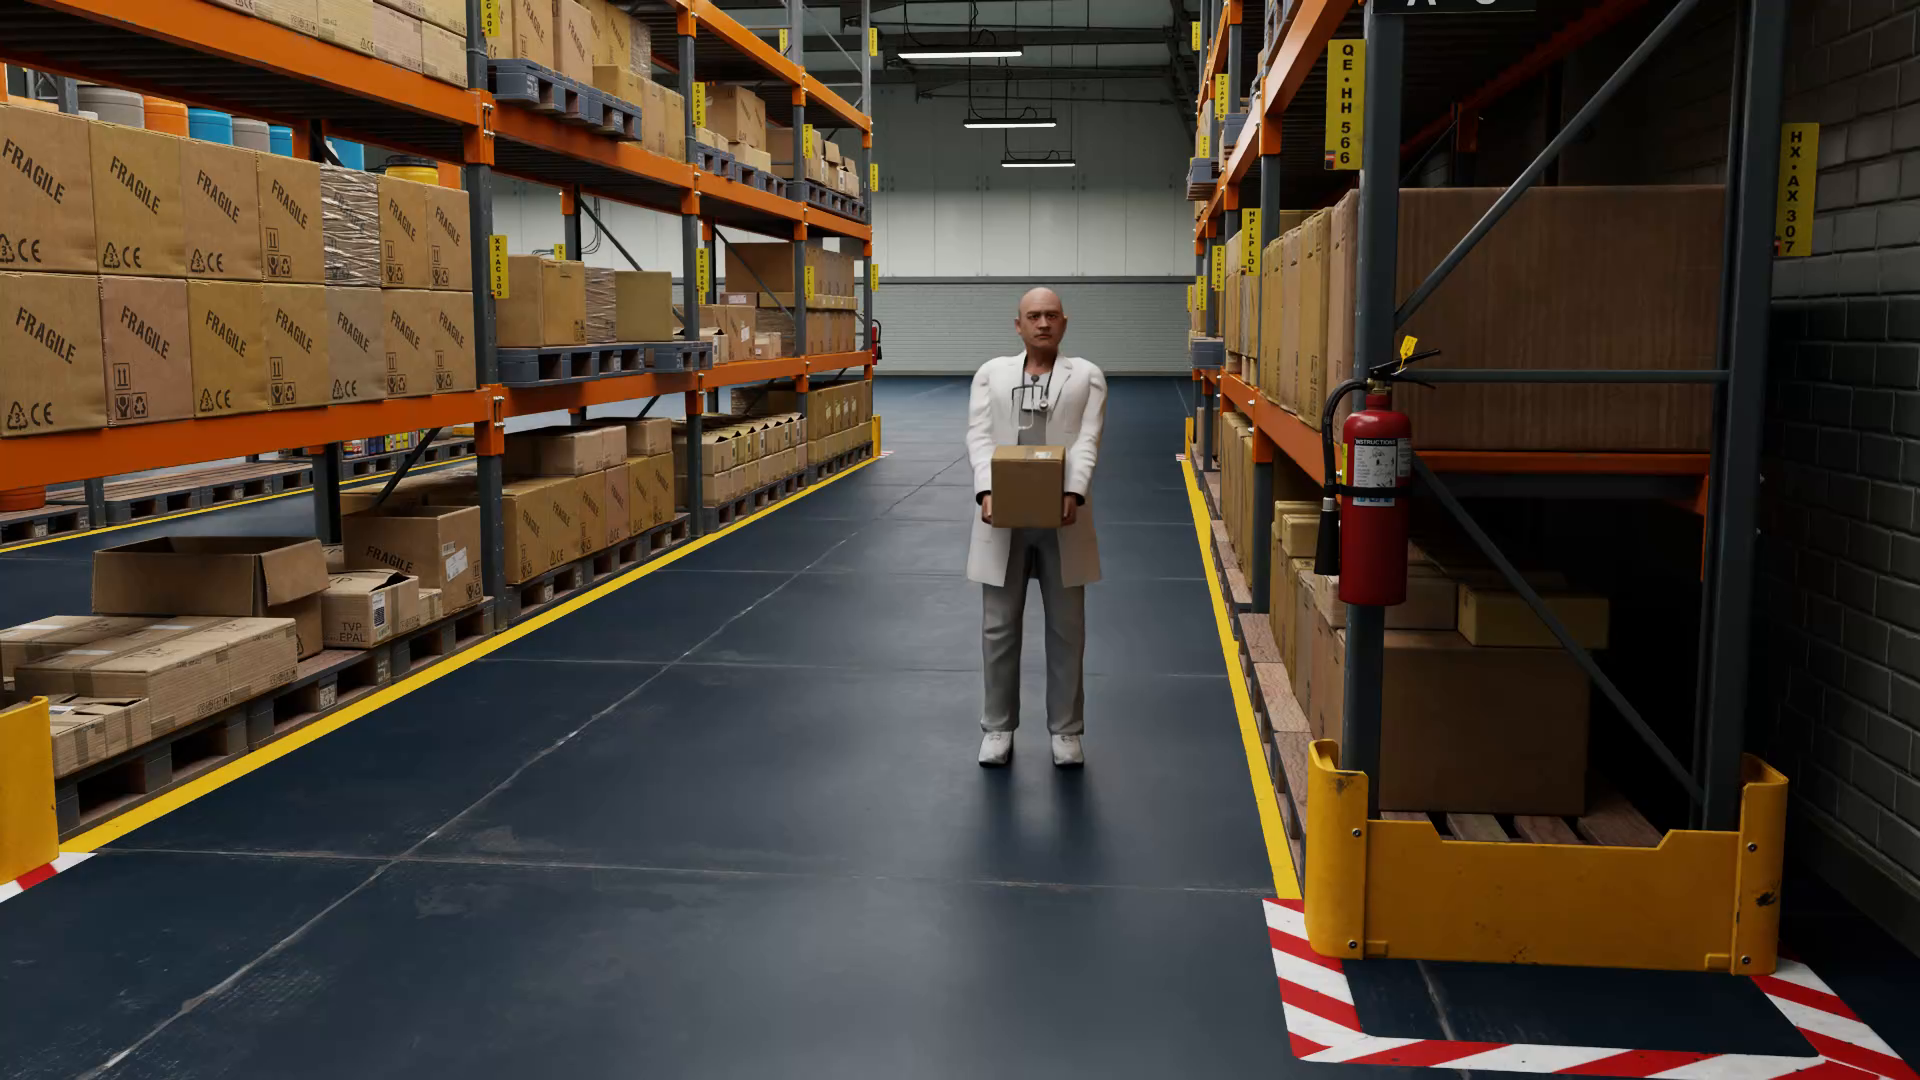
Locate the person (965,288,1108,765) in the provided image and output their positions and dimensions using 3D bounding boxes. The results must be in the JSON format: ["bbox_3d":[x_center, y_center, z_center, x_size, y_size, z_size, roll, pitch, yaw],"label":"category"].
[{"bbox_3d":[0.275,-0.041,6.177,0.527,1.776,0.545,1,7,6],"label":"person"}]
